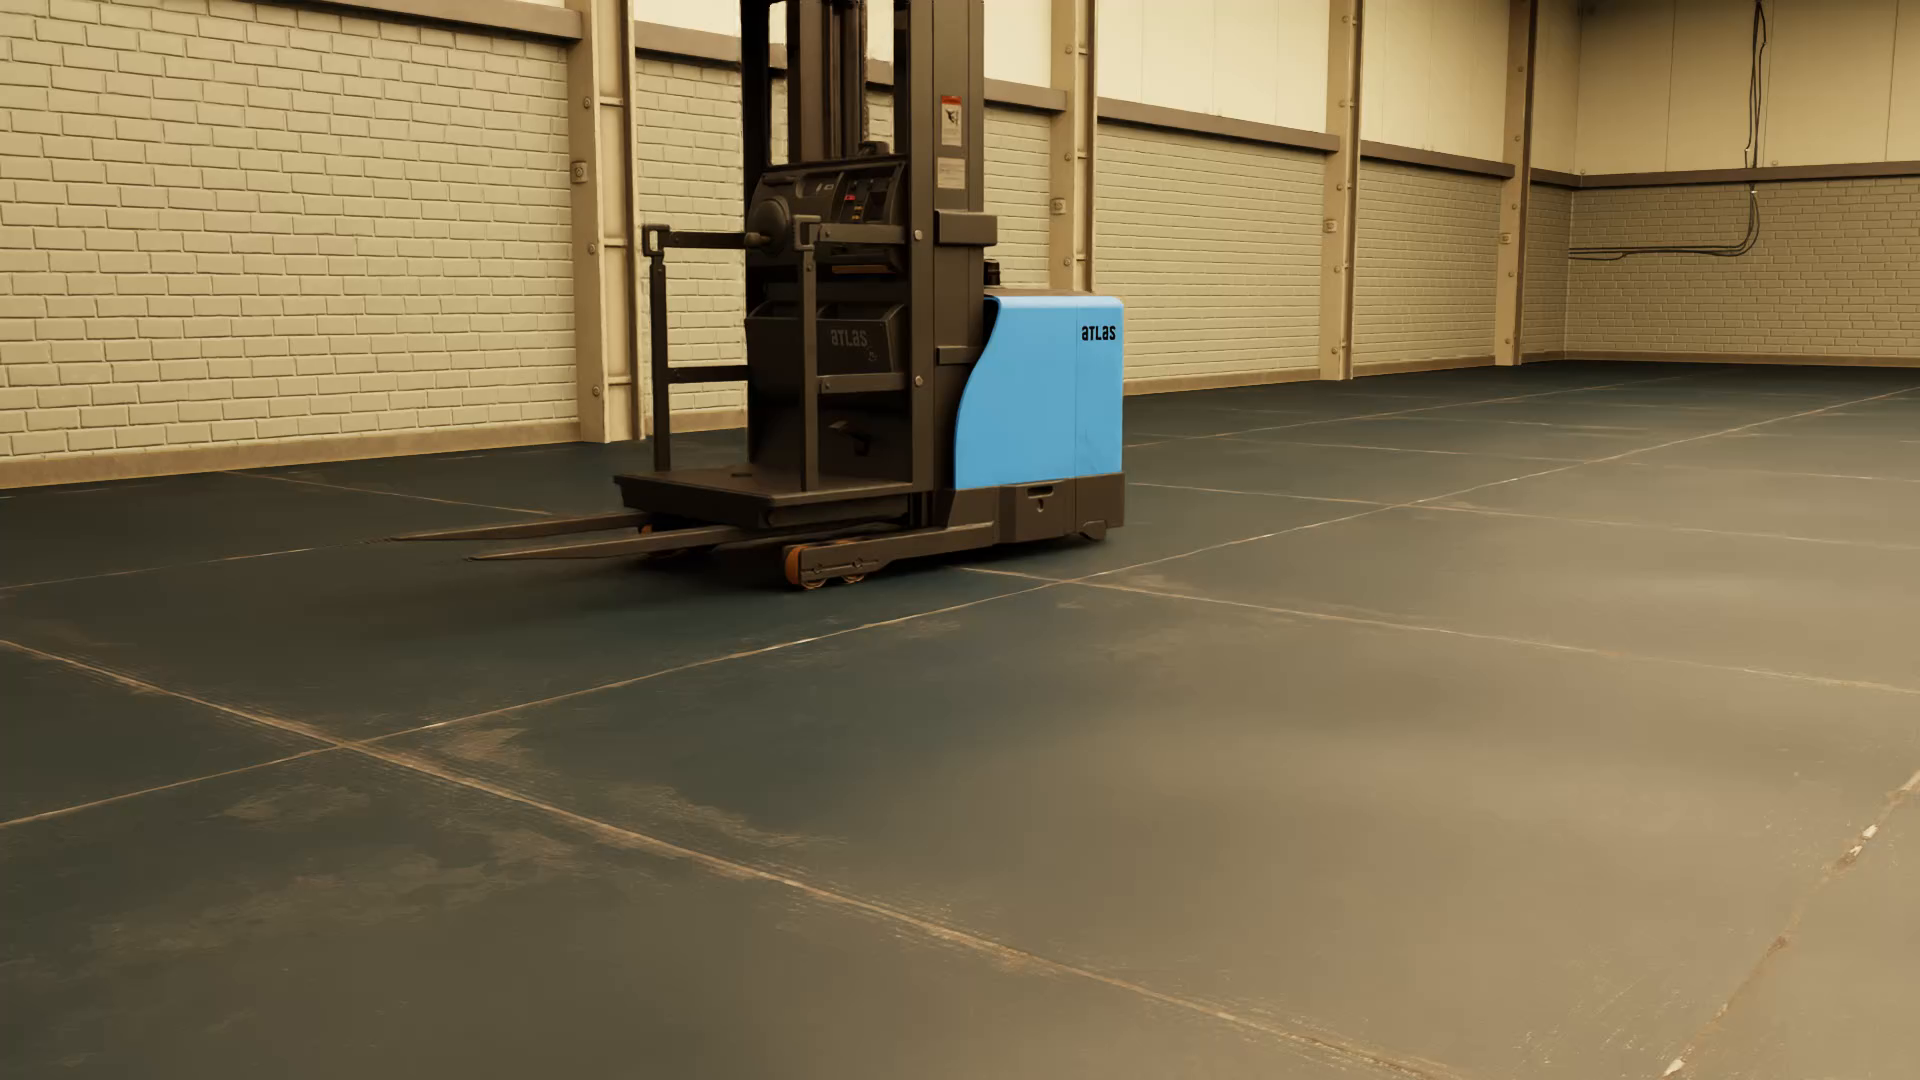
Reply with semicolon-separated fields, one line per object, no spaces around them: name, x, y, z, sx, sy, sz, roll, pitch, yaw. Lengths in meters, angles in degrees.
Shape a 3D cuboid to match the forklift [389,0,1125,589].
forklift;-0.697;-1.352;6.519;3.031;2.935;1.130;-8;11;-42
